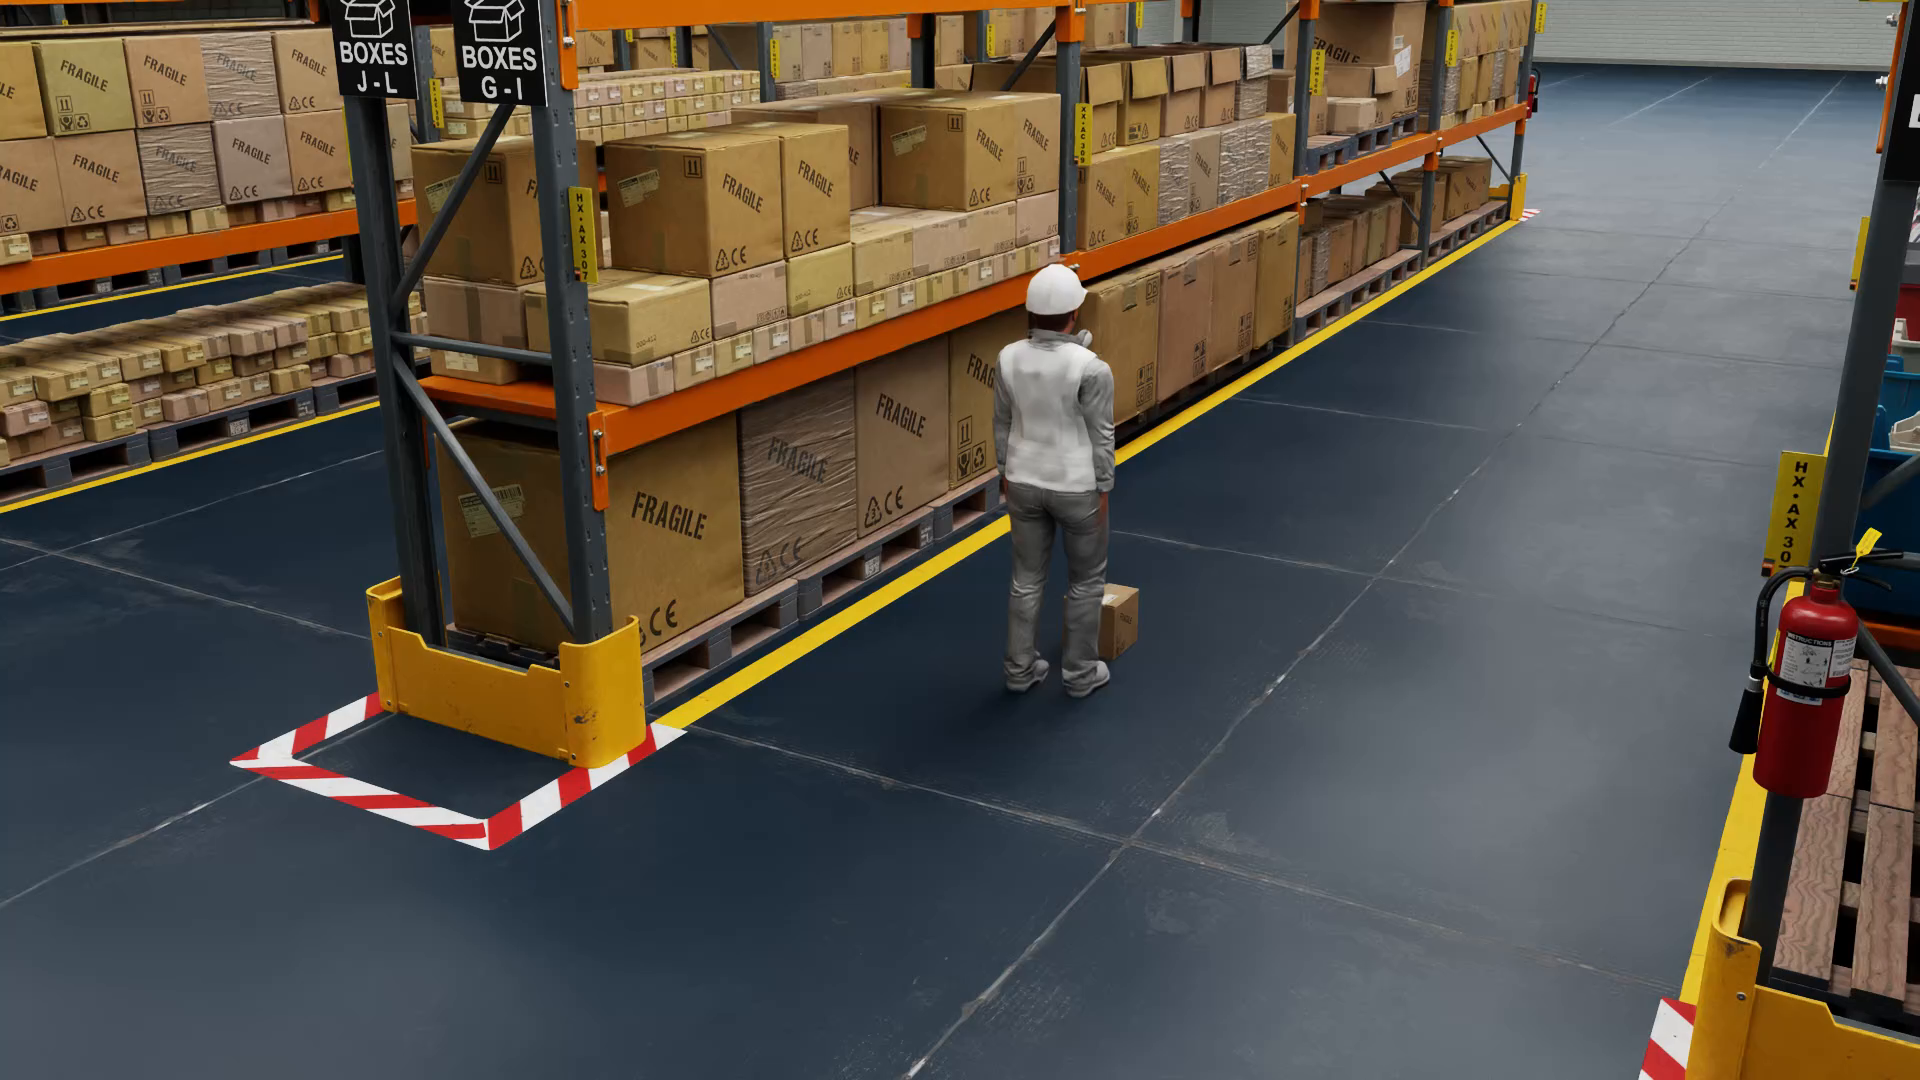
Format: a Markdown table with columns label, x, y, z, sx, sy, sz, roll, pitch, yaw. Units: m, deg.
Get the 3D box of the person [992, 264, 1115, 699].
| label | x | y | z | sx | sy | sz | roll | pitch | yaw |
| --- | --- | --- | --- | --- | --- | --- | --- | --- | --- |
| person | 0.388 | -0.229 | 6.706 | 0.531 | 1.777 | 0.390 | 11 | 22 | 29 |
